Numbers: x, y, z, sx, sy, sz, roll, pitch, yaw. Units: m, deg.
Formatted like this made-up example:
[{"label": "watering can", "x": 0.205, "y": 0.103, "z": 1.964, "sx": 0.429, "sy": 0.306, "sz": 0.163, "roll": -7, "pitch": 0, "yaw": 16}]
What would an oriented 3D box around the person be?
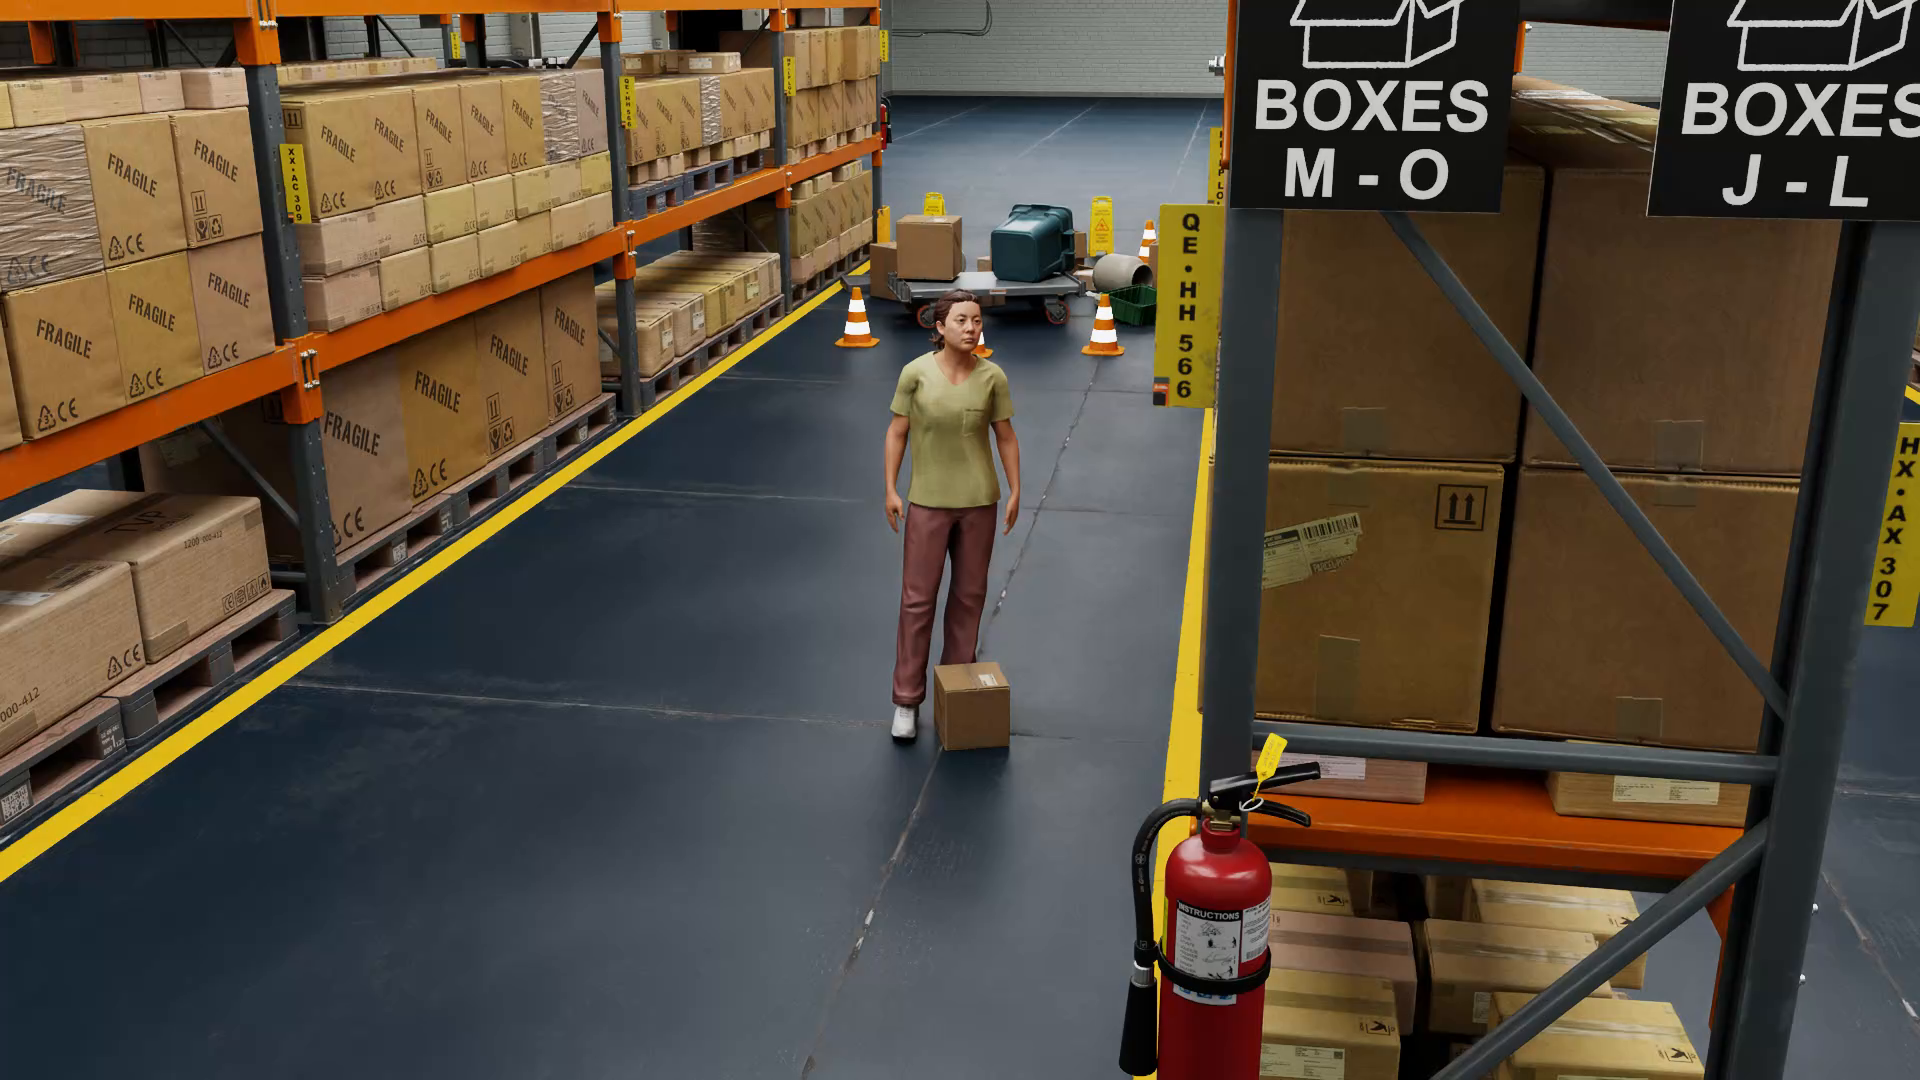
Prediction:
[{"label": "person", "x": -0.023, "y": -0.112, "z": 6.373, "sx": 0.554, "sy": 1.676, "sz": 0.549, "roll": -3, "pitch": 18, "yaw": -9}]
